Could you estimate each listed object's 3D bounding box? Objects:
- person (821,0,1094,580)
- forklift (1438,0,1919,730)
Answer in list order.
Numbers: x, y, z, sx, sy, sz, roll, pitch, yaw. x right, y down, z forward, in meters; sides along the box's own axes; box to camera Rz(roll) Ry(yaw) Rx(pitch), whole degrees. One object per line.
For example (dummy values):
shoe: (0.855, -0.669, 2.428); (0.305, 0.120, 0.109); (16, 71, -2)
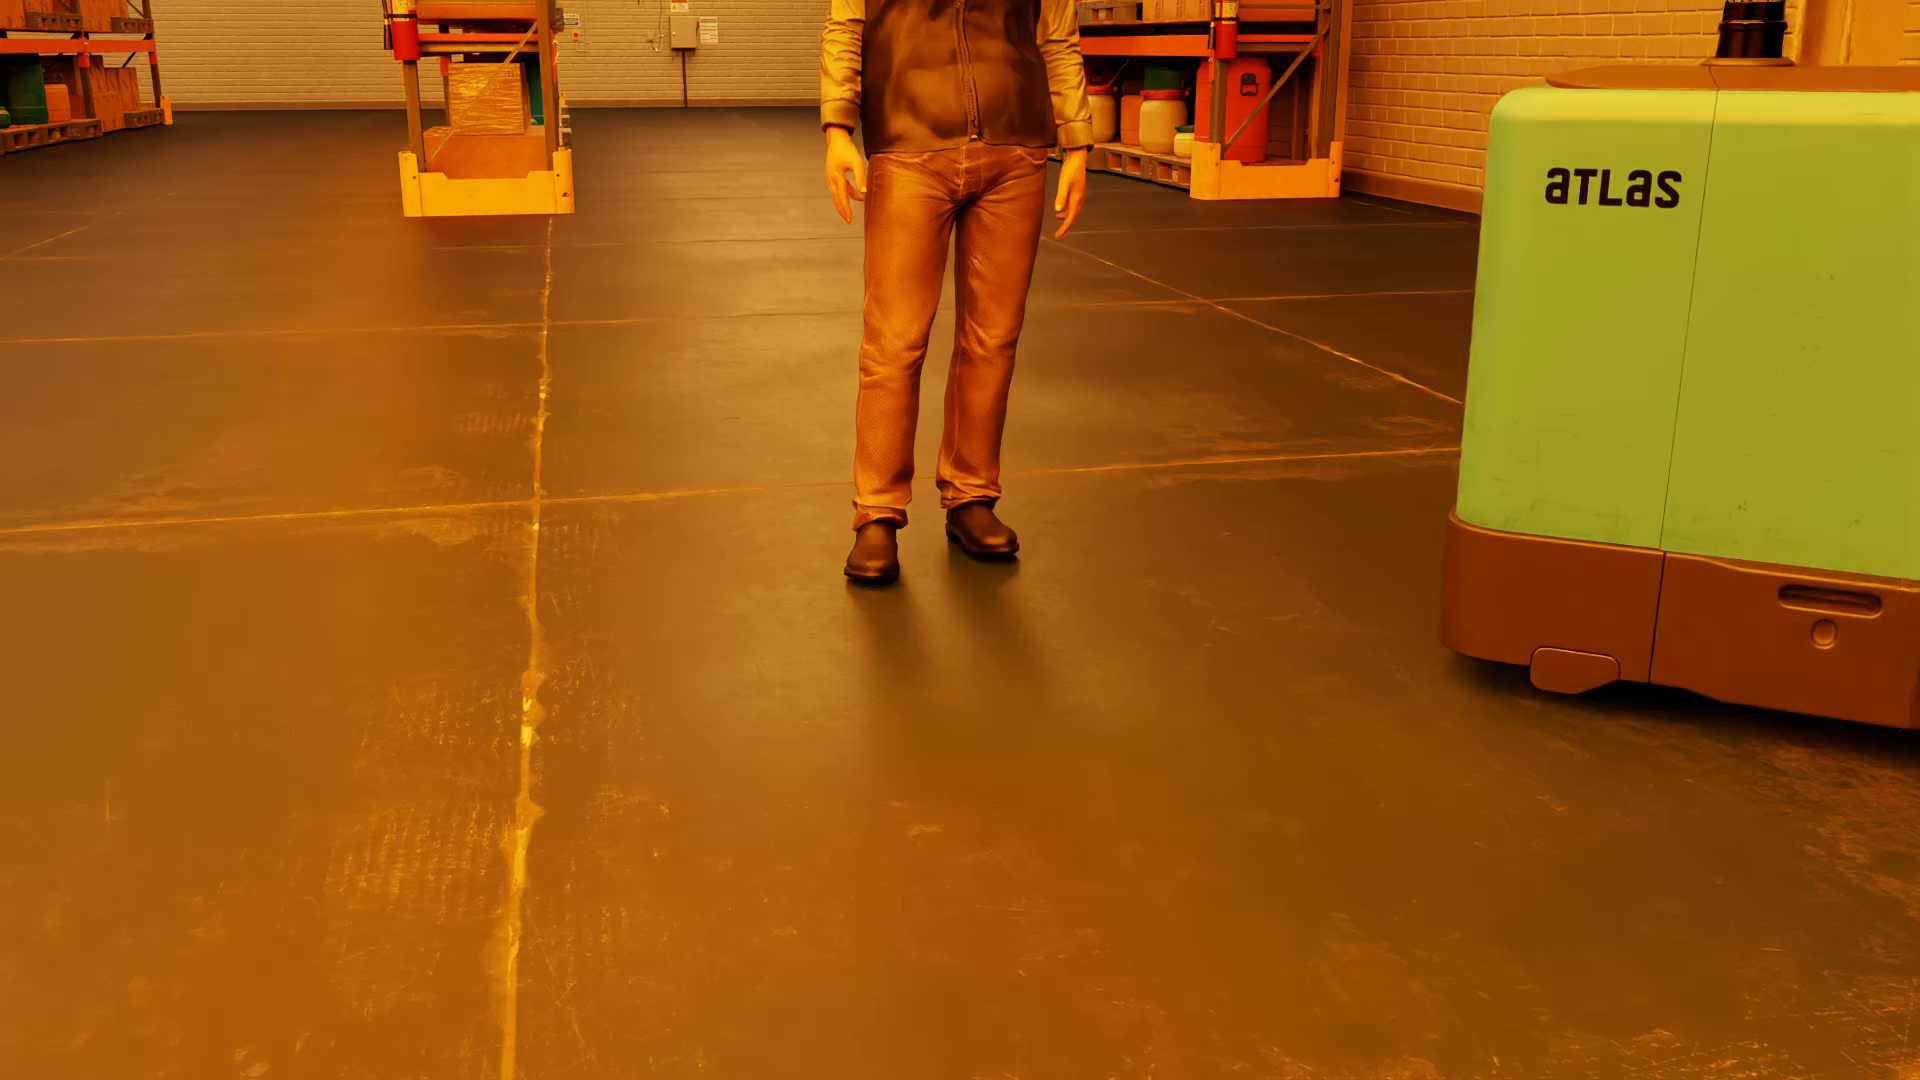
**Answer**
person: (0.006, -0.815, 3.709); (0.632, 1.720, 0.568); (-4, 17, -12)
forklift: (2.456, -1.078, 2.497); (3.031, 2.935, 1.130); (8, 18, 24)
